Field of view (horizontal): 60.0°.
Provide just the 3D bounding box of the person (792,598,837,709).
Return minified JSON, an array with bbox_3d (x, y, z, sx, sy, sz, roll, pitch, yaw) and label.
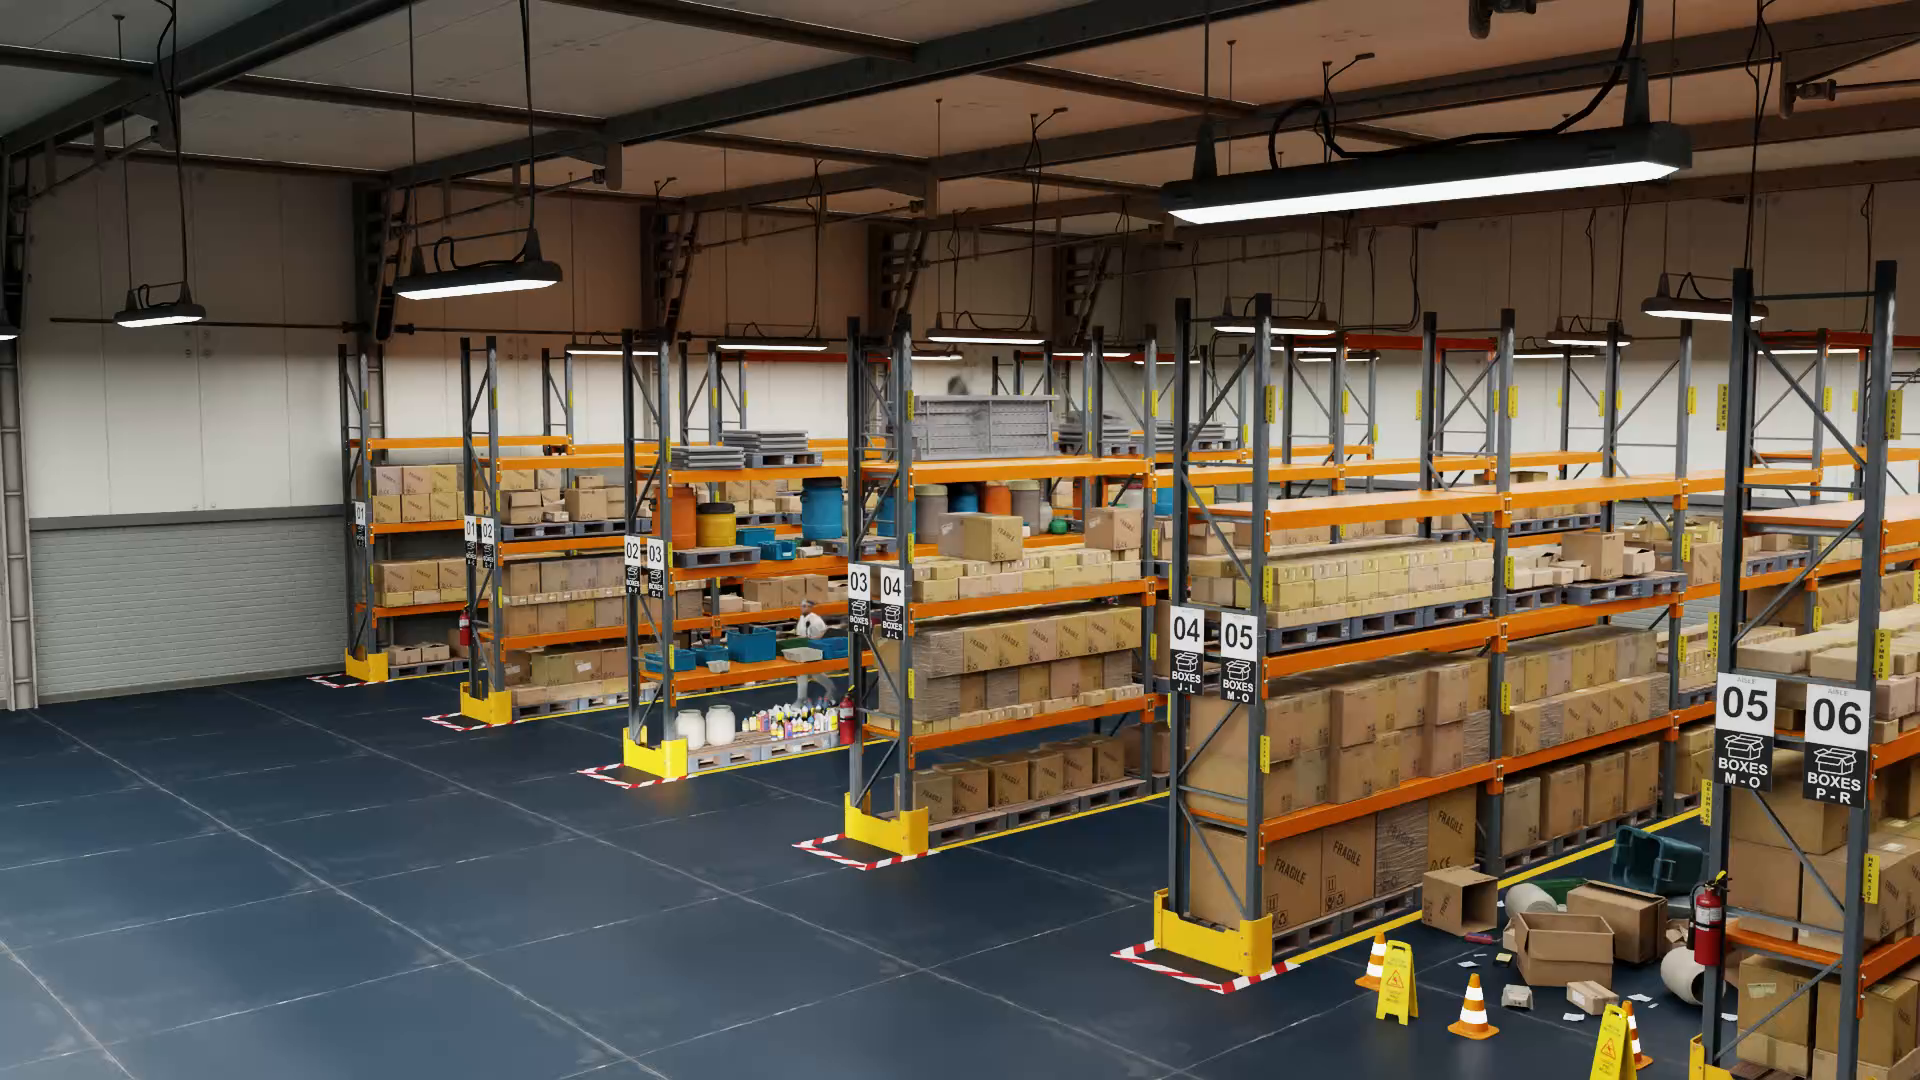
[{"bbox_3d":[-2.395,1.834,27.294,0.657,1.815,0.849,5,7,43],"label":"person"}]
